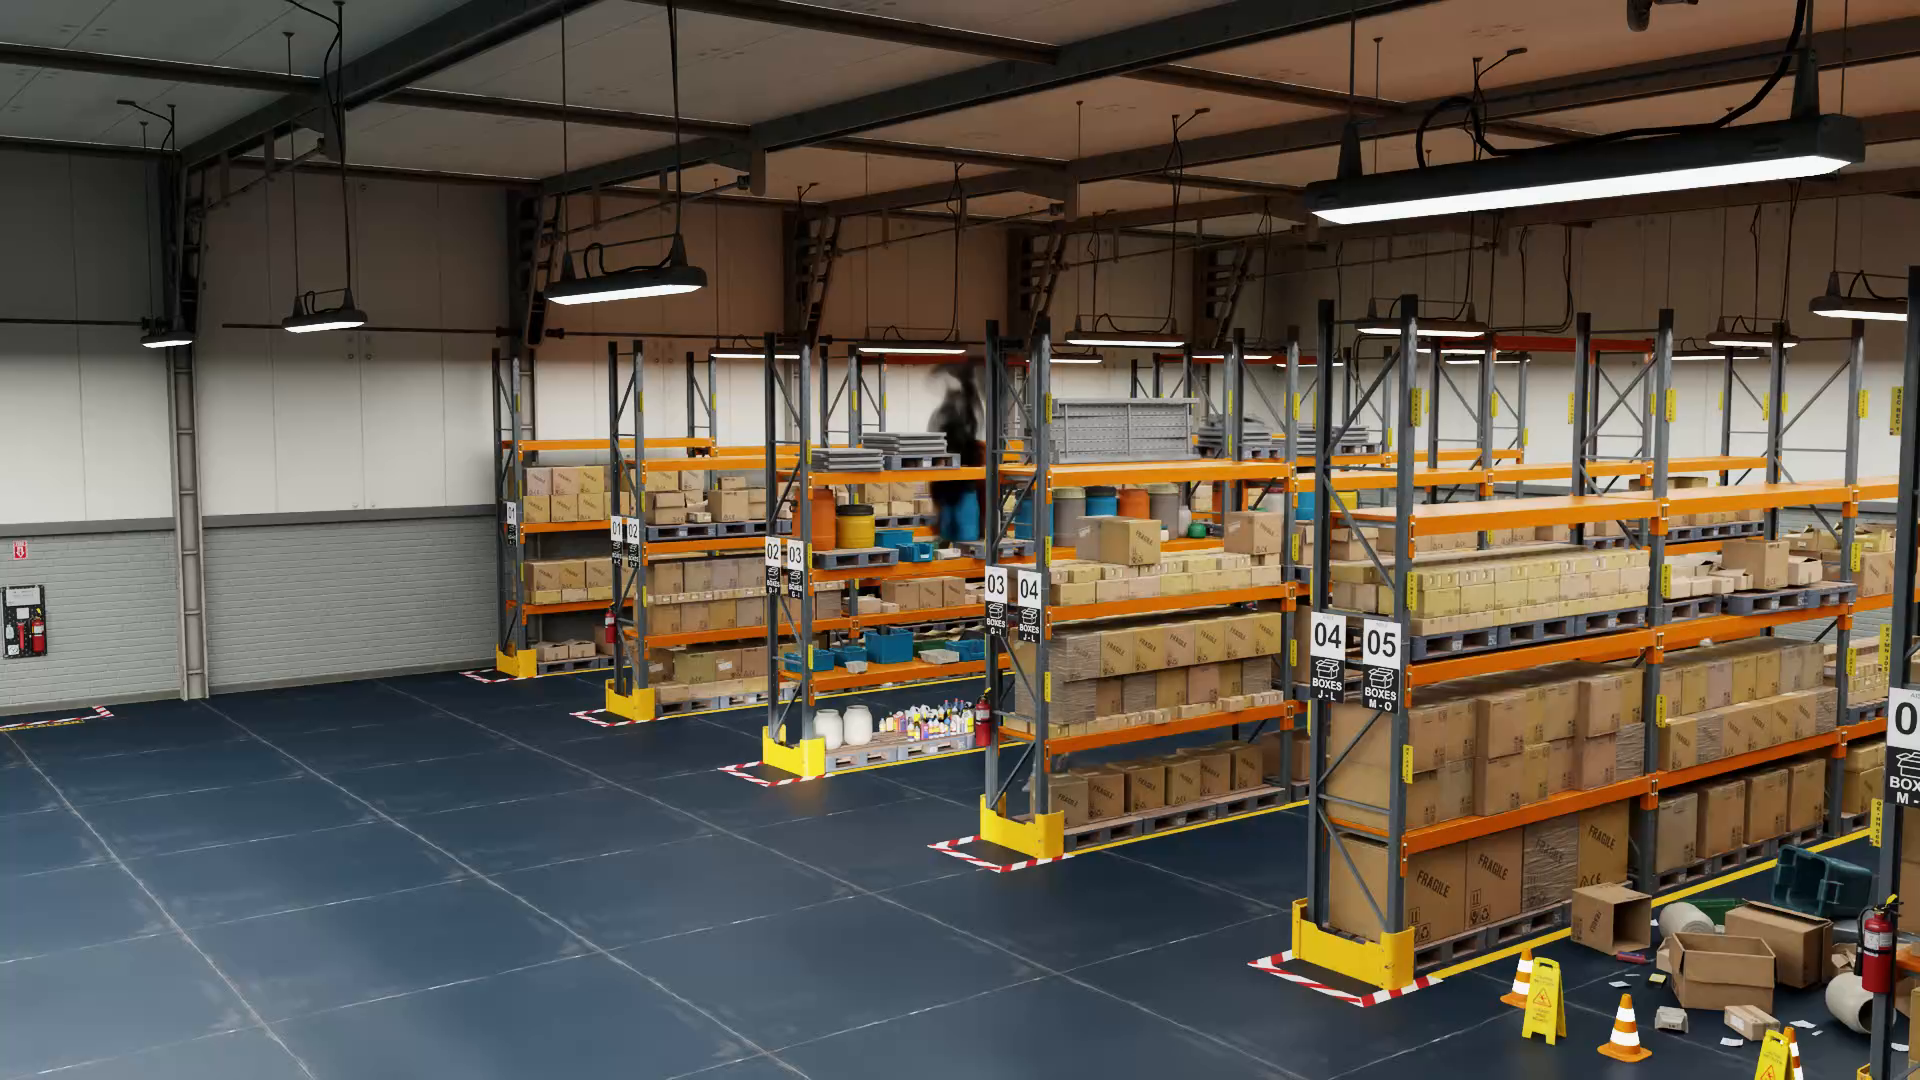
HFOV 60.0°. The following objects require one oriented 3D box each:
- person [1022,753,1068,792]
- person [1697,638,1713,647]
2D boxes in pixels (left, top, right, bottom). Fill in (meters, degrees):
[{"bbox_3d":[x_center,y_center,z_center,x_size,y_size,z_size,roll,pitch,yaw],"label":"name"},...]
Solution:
[{"bbox_3d":[1.153,2.357,21.878,0.685,1.774,1.024,4,6,35],"label":"person"},{"bbox_3d":[11.050,2.222,24.634,0.591,1.592,0.661,5,7,44],"label":"person"}]
